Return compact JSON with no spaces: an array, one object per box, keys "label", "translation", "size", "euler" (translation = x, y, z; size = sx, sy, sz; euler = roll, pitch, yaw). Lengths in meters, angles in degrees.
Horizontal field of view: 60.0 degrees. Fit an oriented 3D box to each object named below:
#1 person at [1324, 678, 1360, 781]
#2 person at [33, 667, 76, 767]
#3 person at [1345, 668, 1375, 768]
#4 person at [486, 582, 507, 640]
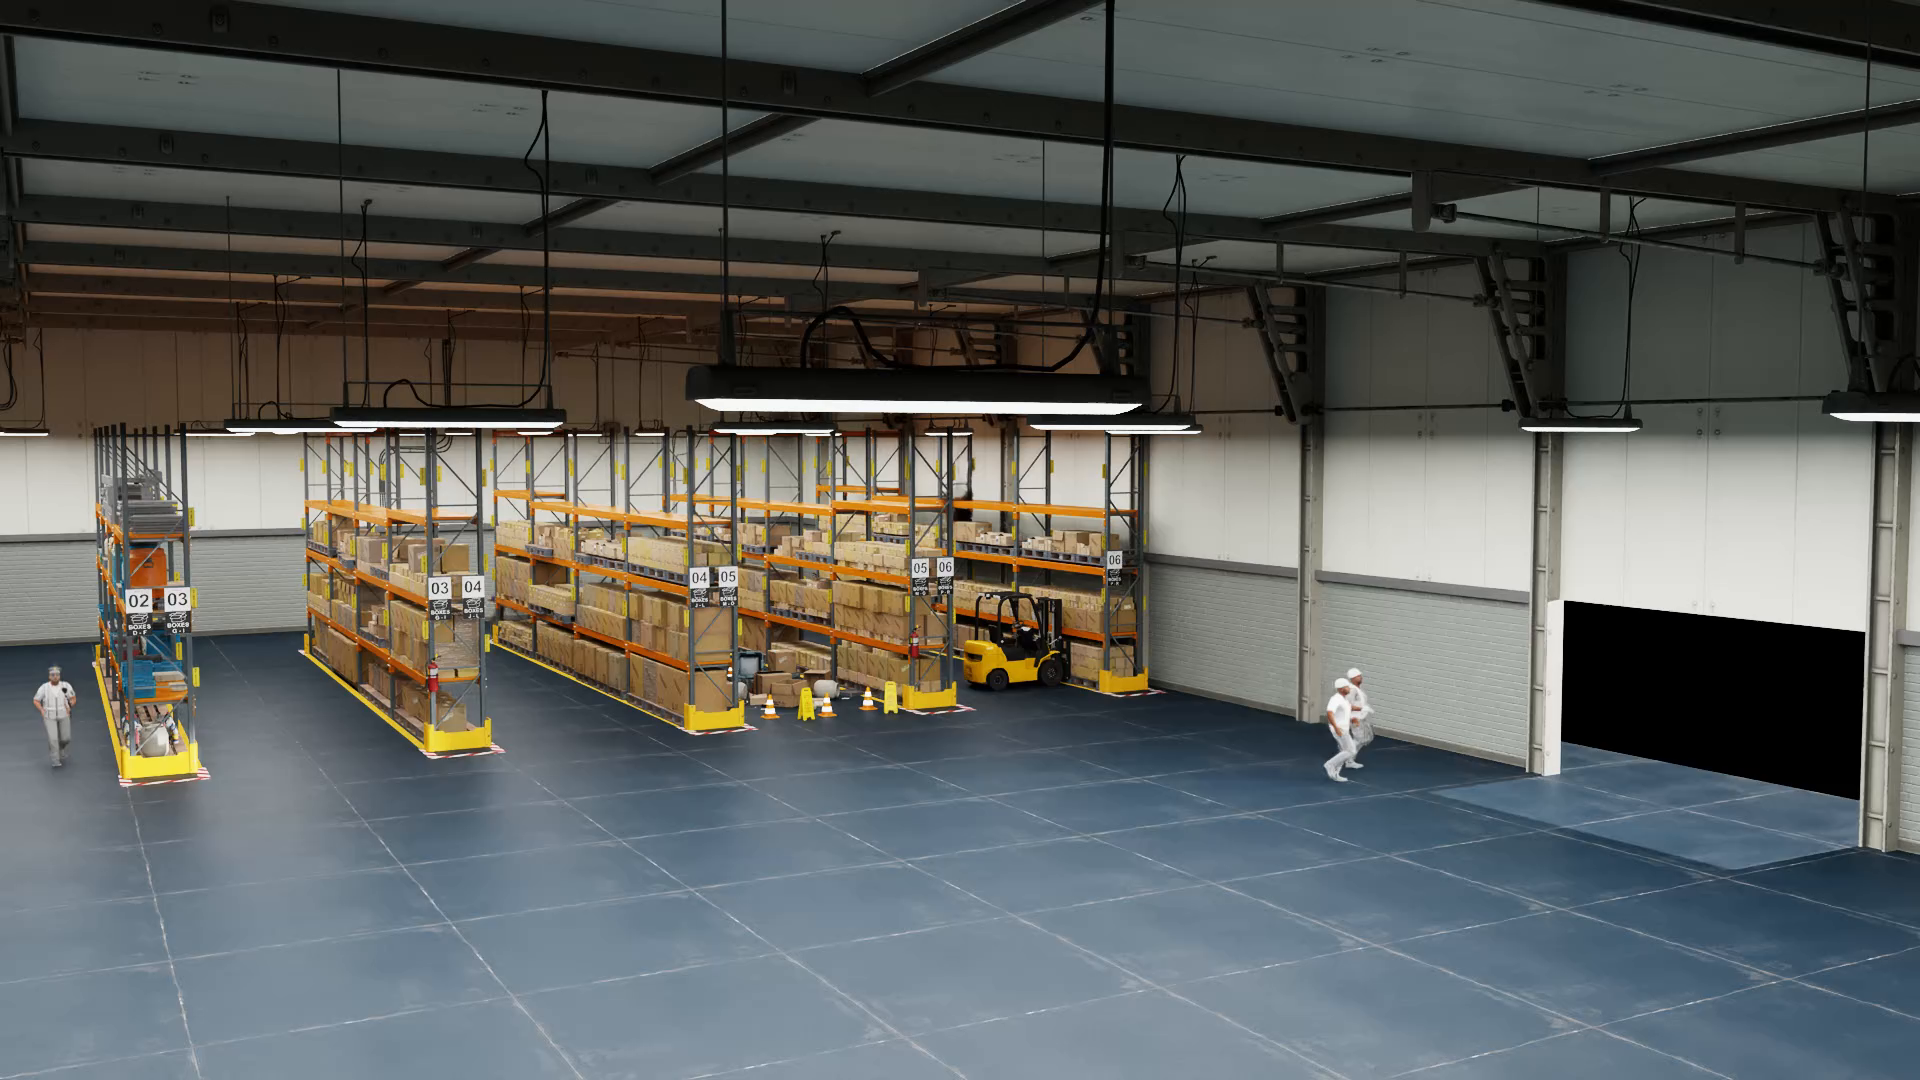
[{"label":"person","translation":[6.390,3.171,27.805],"size":[0.573,1.730,0.710],"euler":[1,4,16]},{"label":"person","translation":[-15.895,3.082,29.226],"size":[0.664,1.733,0.624],"euler":[-2,4,-34]},{"label":"person","translation":[6.936,3.095,28.870],"size":[0.591,1.736,0.670],"euler":[2,4,25]},{"label":"person","translation":[-13.241,2.013,47.831],"size":[0.869,1.687,0.601],"euler":[-2,4,-31]}]
